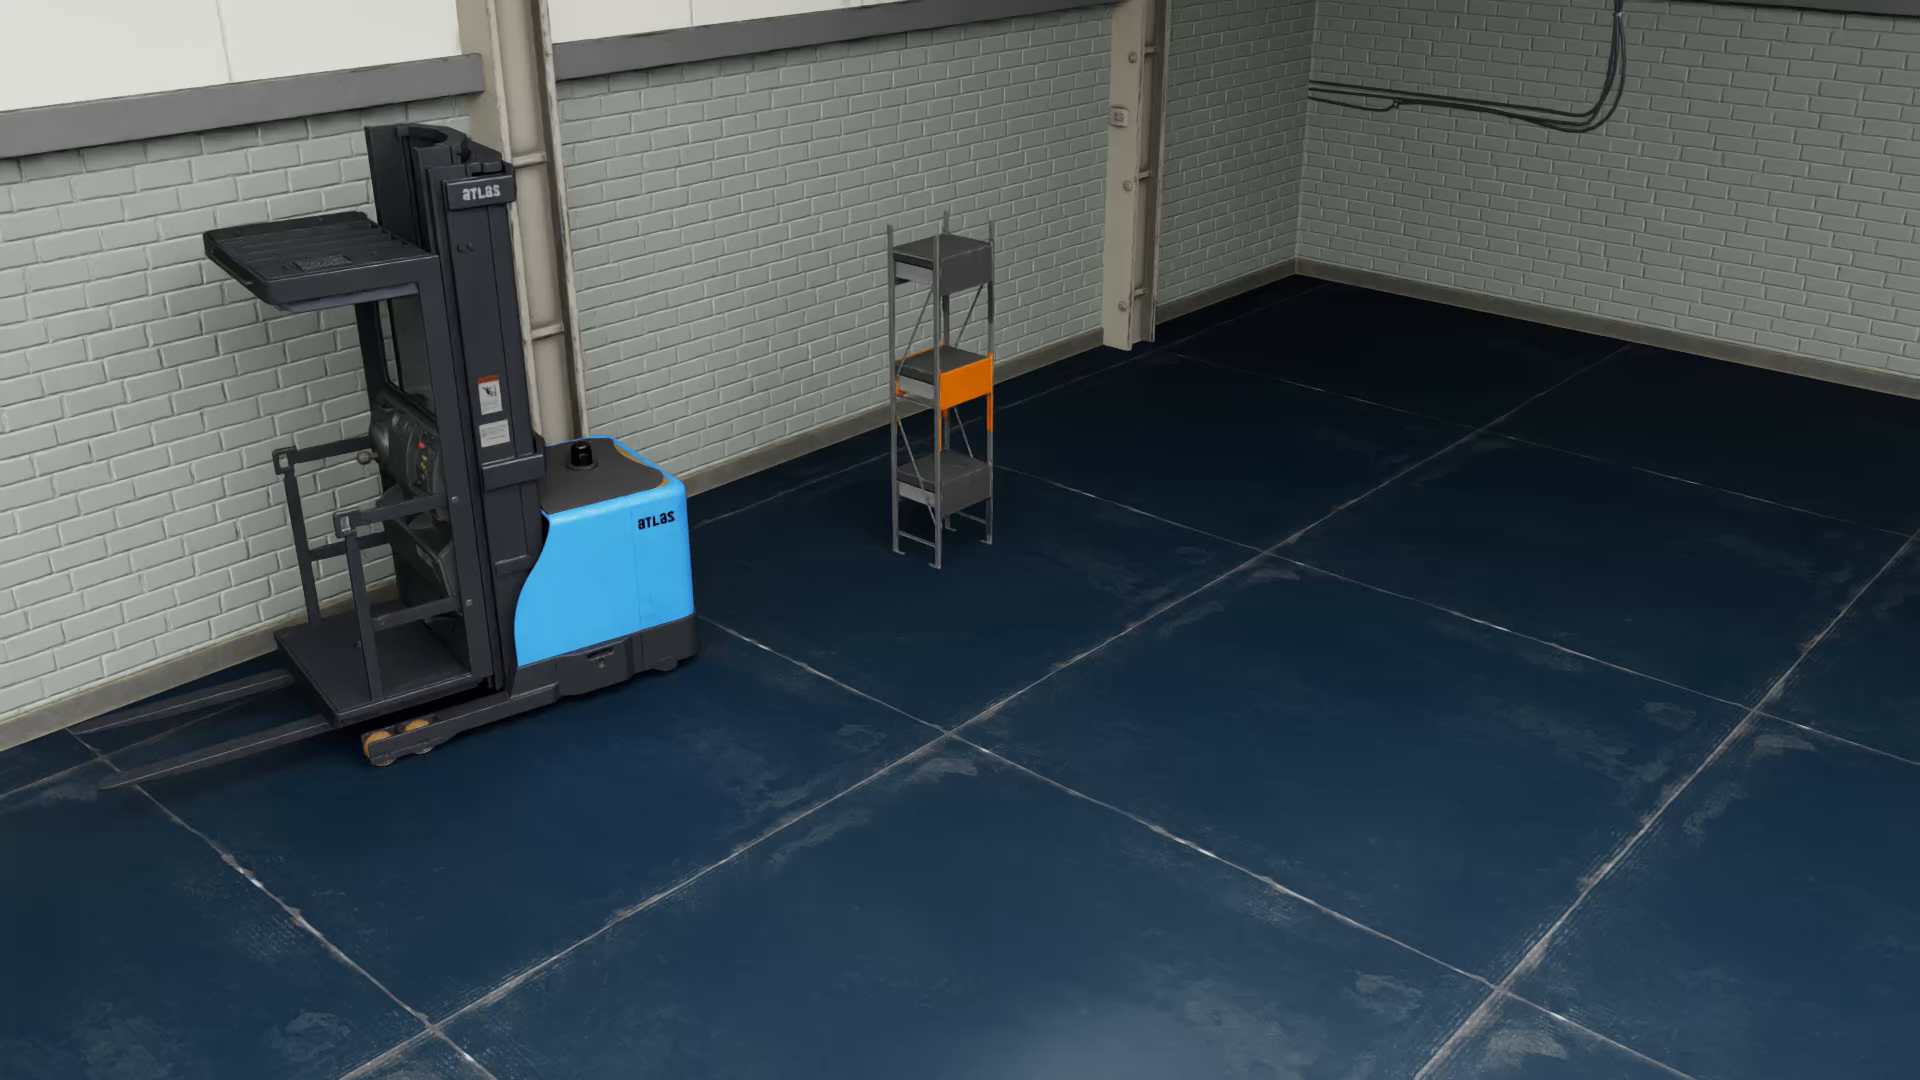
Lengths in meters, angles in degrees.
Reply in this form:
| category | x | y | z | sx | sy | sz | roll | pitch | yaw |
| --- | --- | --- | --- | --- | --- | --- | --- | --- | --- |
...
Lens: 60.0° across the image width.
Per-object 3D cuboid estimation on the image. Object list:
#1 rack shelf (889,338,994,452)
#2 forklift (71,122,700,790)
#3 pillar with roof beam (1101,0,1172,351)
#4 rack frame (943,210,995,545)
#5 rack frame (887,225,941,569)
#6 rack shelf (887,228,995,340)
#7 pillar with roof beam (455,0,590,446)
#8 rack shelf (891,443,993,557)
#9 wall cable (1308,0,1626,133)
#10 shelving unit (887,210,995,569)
| category | x | y | z | sx | sy | sz | roll | pitch | yaw |
| --- | --- | --- | --- | --- | --- | --- | --- | --- | --- |
| rack shelf | -0.110 | -0.895 | 10.214 | 0.431 | 0.518 | 0.480 | 20 | 31 | 38 |
| forklift | -2.933 | -0.462 | 8.199 | 3.031 | 2.935 | 1.130 | -17 | 29 | -33 |
| pillar with roof beam | 4.680 | -4.672 | 10.171 | 9.100 | 9.000 | 0.400 | 20 | 31 | 38 |
| rack frame | 0.052 | -0.982 | 10.374 | 0.400 | 2.100 | 0.015 | 20 | 31 | 38 |
| rack frame | -0.273 | -0.833 | 10.042 | 0.400 | 2.100 | 0.015 | 20 | 31 | 38 |
| rack shelf | -0.110 | -1.534 | 9.927 | 0.431 | 0.518 | 0.480 | 20 | 31 | 38 |
| pillar with roof beam | 0.676 | -2.844 | 6.094 | 9.100 | 9.000 | 0.400 | 20 | 31 | 38 |
| rack shelf | -0.110 | -0.256 | 10.500 | 0.431 | 0.518 | 0.480 | 20 | 31 | 38 |
| wall cable | 4.425 | -4.967 | 14.625 | 3.097 | 2.526 | 0.112 | 20 | 31 | 38 |
| shelving unit | -0.110 | -0.908 | 10.208 | 0.431 | 2.100 | 0.503 | 20 | 31 | 38 |
